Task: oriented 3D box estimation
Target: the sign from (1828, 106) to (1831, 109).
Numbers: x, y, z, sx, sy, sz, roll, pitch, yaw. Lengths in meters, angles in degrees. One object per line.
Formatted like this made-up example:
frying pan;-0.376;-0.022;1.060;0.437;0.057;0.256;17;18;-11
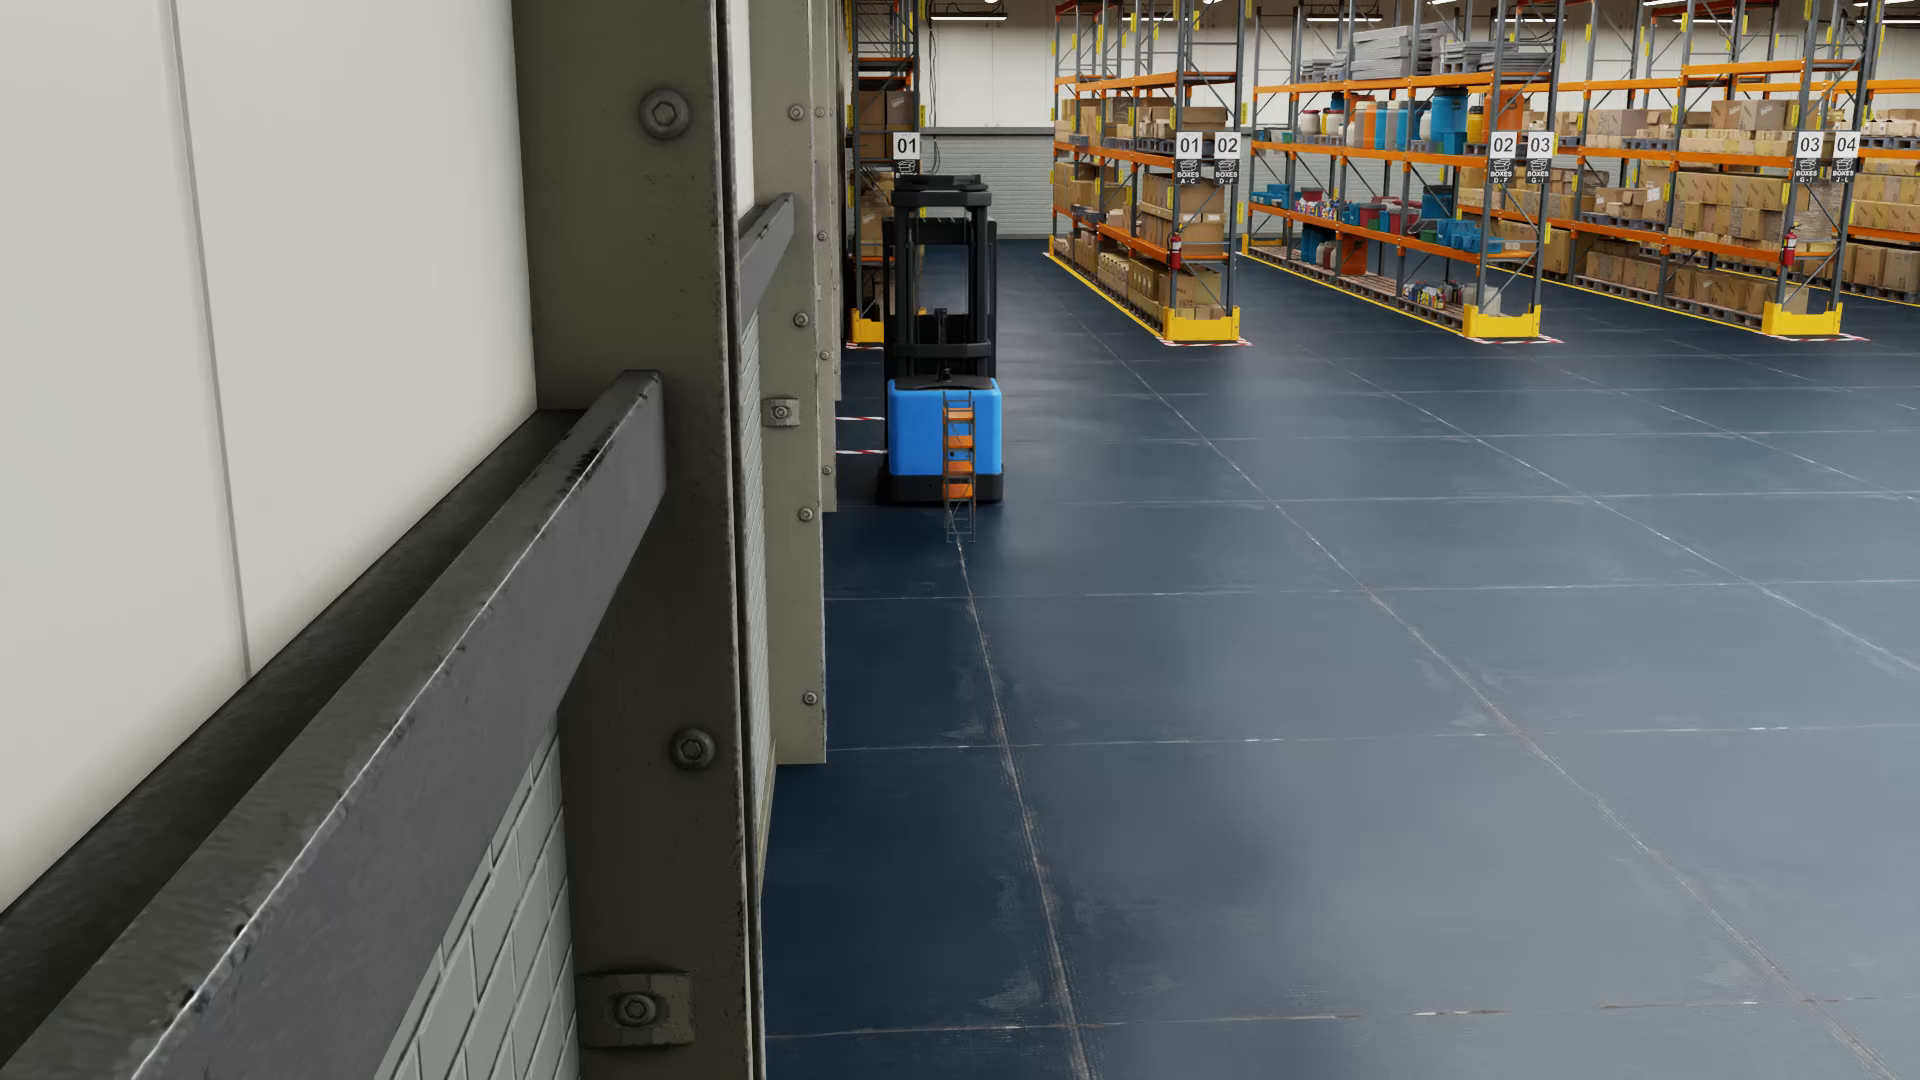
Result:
sign;22.057;-10.847;42.233;0.100;0.325;0.005;-1;14;-3

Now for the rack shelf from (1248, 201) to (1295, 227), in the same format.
rack shelf;7.901;-7.865;40.018;1.077;0.370;4.000;-1;14;-3

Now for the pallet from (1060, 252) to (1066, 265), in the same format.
pallet;2.960;-6.765;39.895;1.003;0.211;1.213;-1;14;-3

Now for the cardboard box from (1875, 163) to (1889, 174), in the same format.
cardboard box;22.490;-8.844;40.172;0.500;0.500;0.500;-1;14;-3

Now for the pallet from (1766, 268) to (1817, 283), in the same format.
pallet;18.126;-5.693;35.729;1.003;0.211;1.213;-1;14;-3

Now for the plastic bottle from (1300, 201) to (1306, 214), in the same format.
plastic bottle;7.696;-7.444;37.187;0.152;0.276;0.135;-1;14;-3

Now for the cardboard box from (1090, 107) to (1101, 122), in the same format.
cardboard box;3.124;-8.935;35.470;0.600;0.600;0.600;-1;15;-6

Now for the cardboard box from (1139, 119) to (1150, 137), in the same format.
cardboard box;3.378;-7.068;28.512;0.500;0.311;0.500;-2;15;-7

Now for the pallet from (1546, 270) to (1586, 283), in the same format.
pallet;13.242;-5.644;35.540;1.003;0.211;1.213;-1;14;-3

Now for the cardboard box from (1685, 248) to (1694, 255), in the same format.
cardboard box;17.547;-6.889;39.662;0.380;0.149;0.250;-1;14;-5

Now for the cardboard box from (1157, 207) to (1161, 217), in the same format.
cardboard box;3.512;-5.496;27.866;0.380;0.149;0.250;-1;14;-4

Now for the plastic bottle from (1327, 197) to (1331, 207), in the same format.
plastic bottle;8.264;-7.466;37.124;0.144;0.351;0.185;-1;14;-3

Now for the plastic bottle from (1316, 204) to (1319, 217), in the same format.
plastic bottle;7.731;-7.122;35.921;0.061;0.283;0.133;-1;14;-3

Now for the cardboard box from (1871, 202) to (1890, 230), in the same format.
cardboard box;18.059;-6.280;32.212;0.500;0.500;0.500;-1;14;-3

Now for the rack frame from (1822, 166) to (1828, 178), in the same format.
rack frame;22.611;-8.940;42.753;1.000;3.000;0.127;-1;14;-3

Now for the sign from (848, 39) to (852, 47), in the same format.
sign;-2.419;-10.995;36.508;0.100;0.325;0.005;-1;14;-3

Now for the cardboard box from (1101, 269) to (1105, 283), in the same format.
cardboard box;3.100;-5.258;33.116;0.500;0.250;0.500;-1;14;-5

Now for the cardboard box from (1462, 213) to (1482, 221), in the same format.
cardboard box;12.896;-7.577;40.878;0.875;0.875;0.875;-1;14;-3

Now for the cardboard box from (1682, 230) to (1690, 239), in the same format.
cardboard box;13.223;-5.499;29.883;0.380;0.149;0.250;-1;14;-3

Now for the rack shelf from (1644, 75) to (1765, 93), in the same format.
rack shelf;17.801;-10.897;39.768;1.077;0.370;4.000;-1;14;-3

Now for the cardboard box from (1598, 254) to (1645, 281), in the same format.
cardboard box;13.325;-5.496;33.501;0.700;0.500;0.500;-2;15;-8

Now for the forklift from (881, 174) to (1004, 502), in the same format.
forklift;-0.207;-2.081;16.233;1.130;2.935;3.031;-1;14;-3

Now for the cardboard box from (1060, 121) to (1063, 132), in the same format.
cardboard box;2.666;-9.877;39.672;0.500;0.250;0.500;-1;14;-3

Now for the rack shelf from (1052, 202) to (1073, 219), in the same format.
rack shelf;2.957;-7.789;39.725;1.077;0.370;4.000;-1;14;-3

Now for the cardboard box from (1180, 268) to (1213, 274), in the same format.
cardboard box;3.936;-4.276;27.797;0.500;0.500;0.500;-1;14;-3

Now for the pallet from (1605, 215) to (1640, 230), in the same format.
pallet;13.380;-6.213;32.539;1.003;0.211;1.213;-1;14;-3

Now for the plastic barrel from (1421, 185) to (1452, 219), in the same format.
plastic barrel;8.799;-6.070;30.592;0.600;0.901;0.708;-1;14;-3

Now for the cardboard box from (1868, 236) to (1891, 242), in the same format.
cardboard box;22.871;-7.288;40.633;0.875;0.438;0.875;-1;14;-5

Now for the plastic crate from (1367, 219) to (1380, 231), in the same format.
plastic crate;8.131;-6.052;31.955;0.450;0.188;0.662;-1;14;-3

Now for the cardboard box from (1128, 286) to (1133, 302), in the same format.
cardboard box;3.302;-4.403;29.793;0.500;0.250;0.500;-1;14;-3

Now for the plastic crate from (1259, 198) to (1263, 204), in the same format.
plastic crate;7.443;-8.296;40.658;0.250;0.136;0.298;-1;14;-3

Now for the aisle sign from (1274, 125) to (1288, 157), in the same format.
aisle sign;8.065;-9.992;41.625;0.394;0.787;0.004;-1;14;-3

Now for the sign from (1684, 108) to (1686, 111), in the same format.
sign;18.232;-10.724;41.889;0.100;0.325;0.005;-1;14;-3

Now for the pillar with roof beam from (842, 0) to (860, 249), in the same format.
pillar with roof beam;1.155;-12.188;43.336;9.100;9.000;0.548;-1;14;-3

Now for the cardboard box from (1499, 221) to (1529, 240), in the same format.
cardboard box;13.028;-6.808;37.887;1.225;0.875;0.875;-1;14;-3

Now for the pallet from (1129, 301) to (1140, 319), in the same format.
pallet;3.584;-4.102;29.545;1.003;0.211;1.213;-1;14;-3

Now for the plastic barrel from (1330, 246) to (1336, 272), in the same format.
plastic barrel;8.101;-5.980;35.399;0.421;0.512;0.421;0;14;0

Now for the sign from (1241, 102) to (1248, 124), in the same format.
sign;4.378;-6.577;25.638;0.100;0.325;0.005;-1;14;-3

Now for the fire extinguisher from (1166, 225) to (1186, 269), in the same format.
fire extinguisher;3.368;-4.582;25.970;0.296;0.674;0.183;-1;14;-3

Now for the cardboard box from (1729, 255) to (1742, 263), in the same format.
cardboard box;17.740;-6.517;37.510;0.500;0.500;0.500;0;14;-1

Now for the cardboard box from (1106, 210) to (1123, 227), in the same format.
cardboard box;3.191;-6.377;32.970;0.500;0.311;0.500;-1;14;-4

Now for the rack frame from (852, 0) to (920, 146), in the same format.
rack frame;-1.120;-7.484;25.054;1.000;3.000;0.127;-1;14;-3

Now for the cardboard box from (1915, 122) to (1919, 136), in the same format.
cardboard box;18.217;-7.659;31.013;0.500;0.250;0.500;-1;14;-3

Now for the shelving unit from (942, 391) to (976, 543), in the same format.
shelving unit;-0.010;-0.622;14.037;0.258;1.200;0.503;-1;14;-3

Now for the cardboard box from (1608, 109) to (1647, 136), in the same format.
cardboard box;13.054;-8.169;32.532;0.500;0.500;0.500;-1;14;-5

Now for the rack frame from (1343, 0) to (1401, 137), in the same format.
rack frame;8.273;-9.626;33.381;1.000;3.000;0.127;-1;14;-3

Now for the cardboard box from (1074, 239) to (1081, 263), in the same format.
cardboard box;2.867;-6.519;37.476;0.500;0.500;0.500;-2;15;-6

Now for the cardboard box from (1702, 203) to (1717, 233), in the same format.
cardboard box;13.557;-5.635;29.109;0.875;0.500;0.500;-1;14;-3

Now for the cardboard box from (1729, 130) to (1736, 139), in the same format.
cardboard box;13.345;-6.903;28.317;0.380;0.149;0.250;-1;14;-2

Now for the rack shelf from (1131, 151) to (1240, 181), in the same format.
rack shelf;3.700;-6.258;27.752;1.077;0.370;4.000;-1;14;-3

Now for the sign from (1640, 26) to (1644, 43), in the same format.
sign;13.757;-10.204;33.594;0.100;0.325;0.005;-1;14;-3
